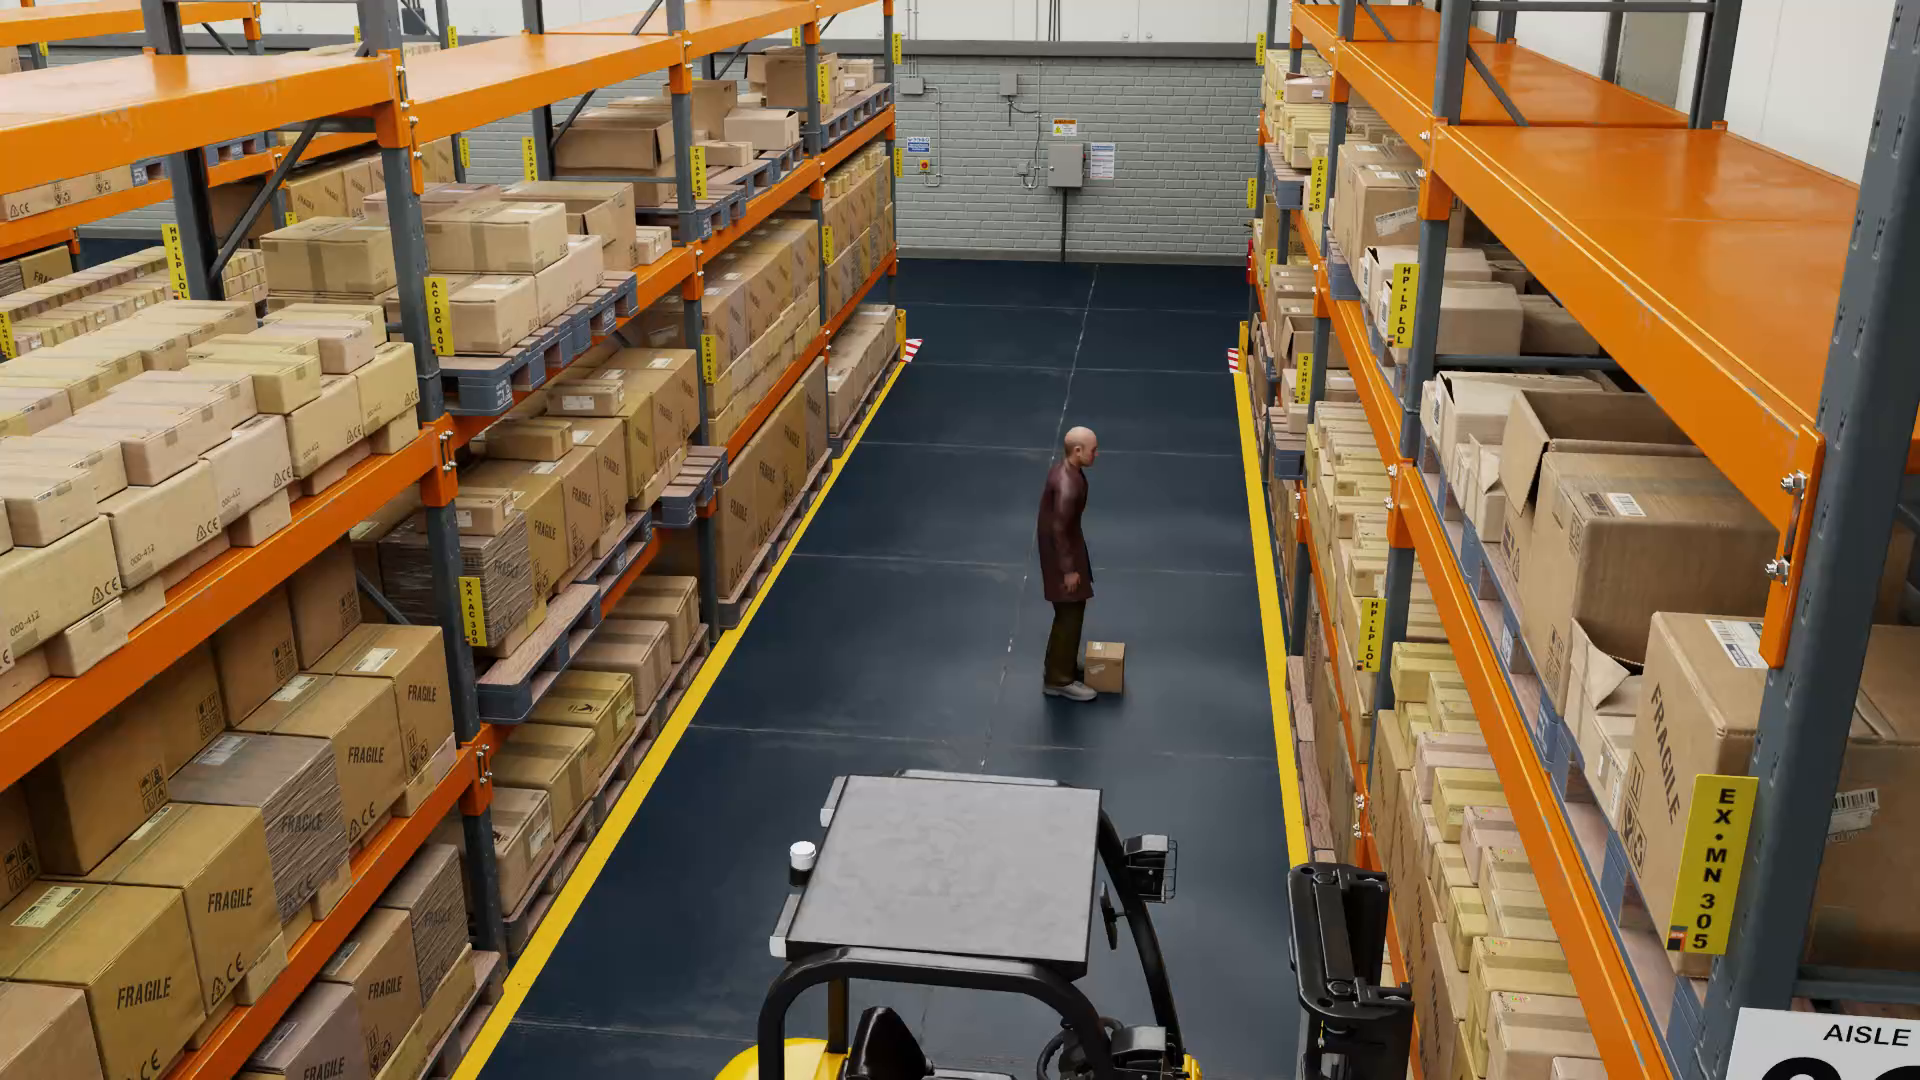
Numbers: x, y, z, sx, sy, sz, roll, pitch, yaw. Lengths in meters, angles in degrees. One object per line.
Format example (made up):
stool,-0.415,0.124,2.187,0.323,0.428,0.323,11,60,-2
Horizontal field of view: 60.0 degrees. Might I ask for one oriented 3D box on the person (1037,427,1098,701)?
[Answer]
person,0.709,0.125,10.775,0.428,1.773,0.641,2,21,6
